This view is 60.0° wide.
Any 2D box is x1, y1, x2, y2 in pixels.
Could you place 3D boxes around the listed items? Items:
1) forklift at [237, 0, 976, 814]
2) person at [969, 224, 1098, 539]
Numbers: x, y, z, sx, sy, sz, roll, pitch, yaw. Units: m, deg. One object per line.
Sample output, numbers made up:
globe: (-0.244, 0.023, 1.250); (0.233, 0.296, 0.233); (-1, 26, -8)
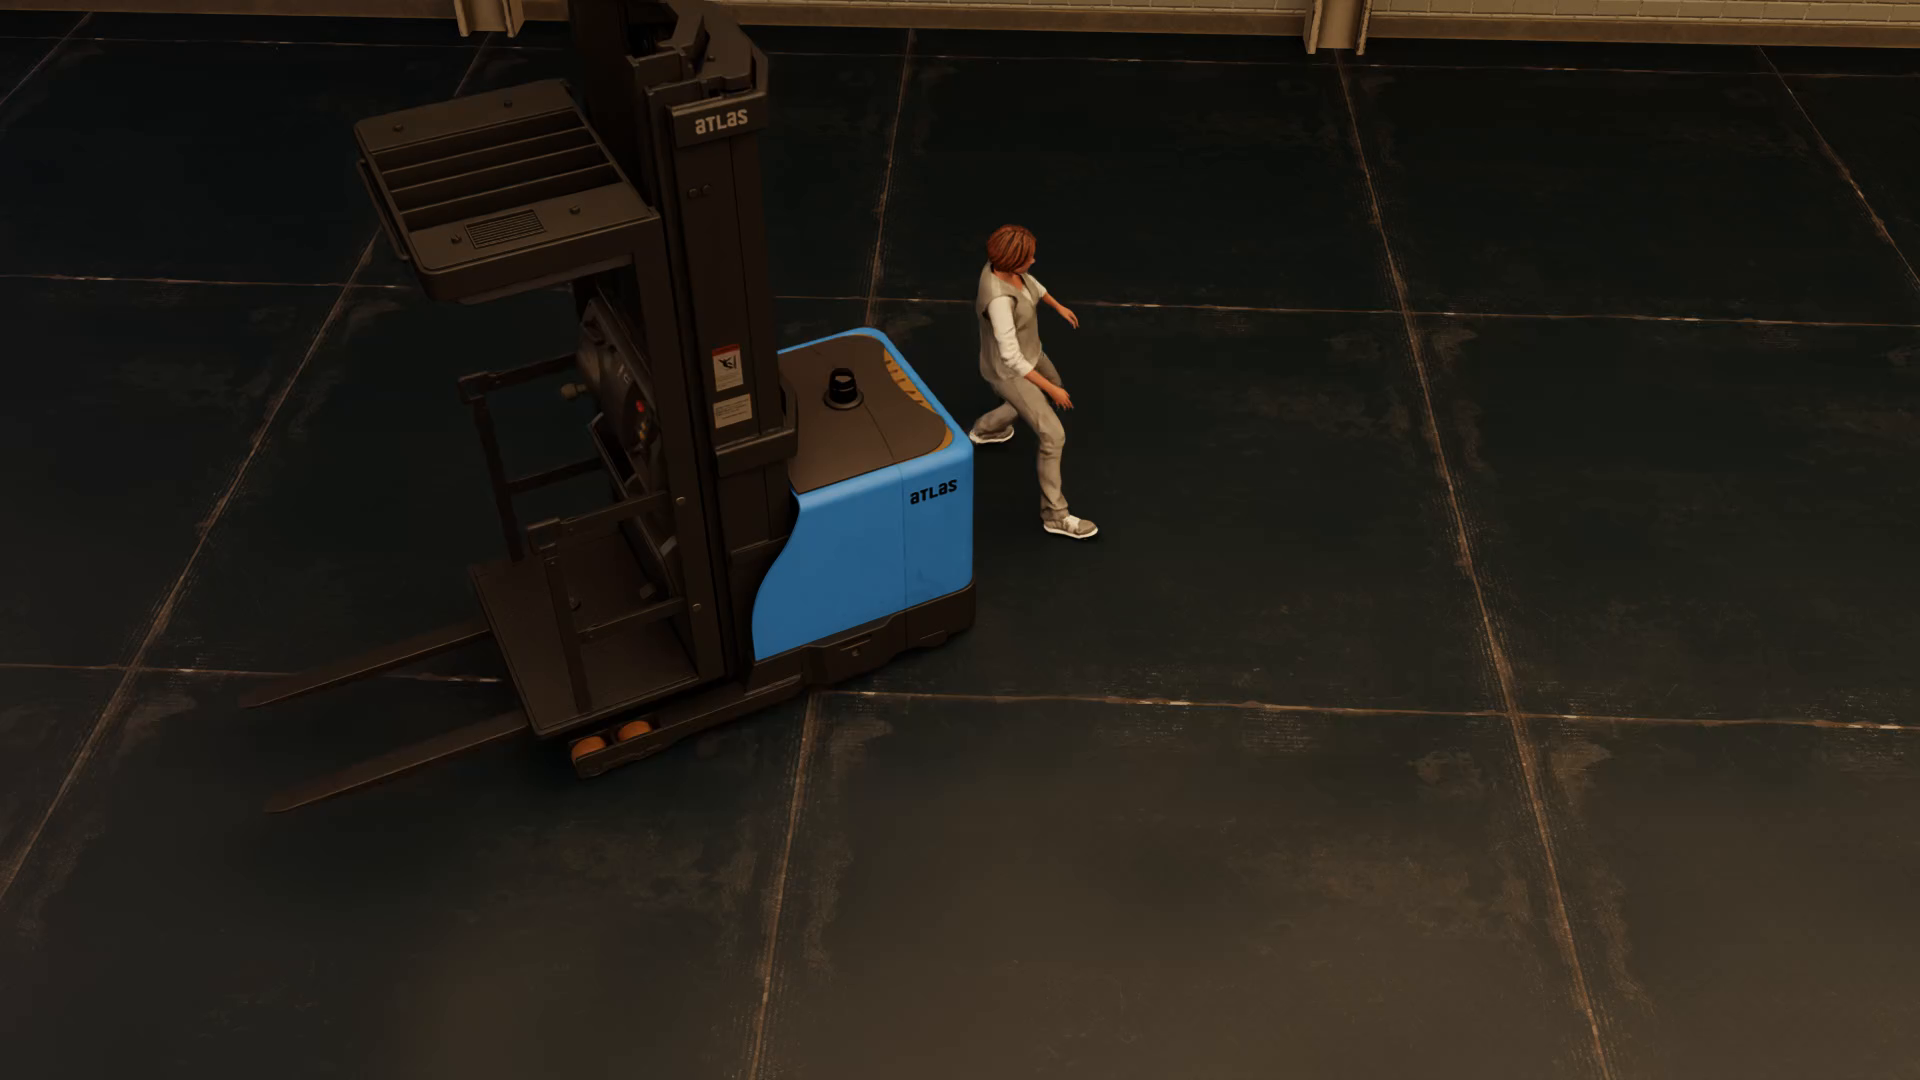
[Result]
forklift: (-1.483, -0.519, 6.311); (3.031, 2.935, 1.130); (-19, 46, -19)
person: (0.368, -0.806, 7.735); (0.734, 1.418, 0.750); (8, 43, 9)
